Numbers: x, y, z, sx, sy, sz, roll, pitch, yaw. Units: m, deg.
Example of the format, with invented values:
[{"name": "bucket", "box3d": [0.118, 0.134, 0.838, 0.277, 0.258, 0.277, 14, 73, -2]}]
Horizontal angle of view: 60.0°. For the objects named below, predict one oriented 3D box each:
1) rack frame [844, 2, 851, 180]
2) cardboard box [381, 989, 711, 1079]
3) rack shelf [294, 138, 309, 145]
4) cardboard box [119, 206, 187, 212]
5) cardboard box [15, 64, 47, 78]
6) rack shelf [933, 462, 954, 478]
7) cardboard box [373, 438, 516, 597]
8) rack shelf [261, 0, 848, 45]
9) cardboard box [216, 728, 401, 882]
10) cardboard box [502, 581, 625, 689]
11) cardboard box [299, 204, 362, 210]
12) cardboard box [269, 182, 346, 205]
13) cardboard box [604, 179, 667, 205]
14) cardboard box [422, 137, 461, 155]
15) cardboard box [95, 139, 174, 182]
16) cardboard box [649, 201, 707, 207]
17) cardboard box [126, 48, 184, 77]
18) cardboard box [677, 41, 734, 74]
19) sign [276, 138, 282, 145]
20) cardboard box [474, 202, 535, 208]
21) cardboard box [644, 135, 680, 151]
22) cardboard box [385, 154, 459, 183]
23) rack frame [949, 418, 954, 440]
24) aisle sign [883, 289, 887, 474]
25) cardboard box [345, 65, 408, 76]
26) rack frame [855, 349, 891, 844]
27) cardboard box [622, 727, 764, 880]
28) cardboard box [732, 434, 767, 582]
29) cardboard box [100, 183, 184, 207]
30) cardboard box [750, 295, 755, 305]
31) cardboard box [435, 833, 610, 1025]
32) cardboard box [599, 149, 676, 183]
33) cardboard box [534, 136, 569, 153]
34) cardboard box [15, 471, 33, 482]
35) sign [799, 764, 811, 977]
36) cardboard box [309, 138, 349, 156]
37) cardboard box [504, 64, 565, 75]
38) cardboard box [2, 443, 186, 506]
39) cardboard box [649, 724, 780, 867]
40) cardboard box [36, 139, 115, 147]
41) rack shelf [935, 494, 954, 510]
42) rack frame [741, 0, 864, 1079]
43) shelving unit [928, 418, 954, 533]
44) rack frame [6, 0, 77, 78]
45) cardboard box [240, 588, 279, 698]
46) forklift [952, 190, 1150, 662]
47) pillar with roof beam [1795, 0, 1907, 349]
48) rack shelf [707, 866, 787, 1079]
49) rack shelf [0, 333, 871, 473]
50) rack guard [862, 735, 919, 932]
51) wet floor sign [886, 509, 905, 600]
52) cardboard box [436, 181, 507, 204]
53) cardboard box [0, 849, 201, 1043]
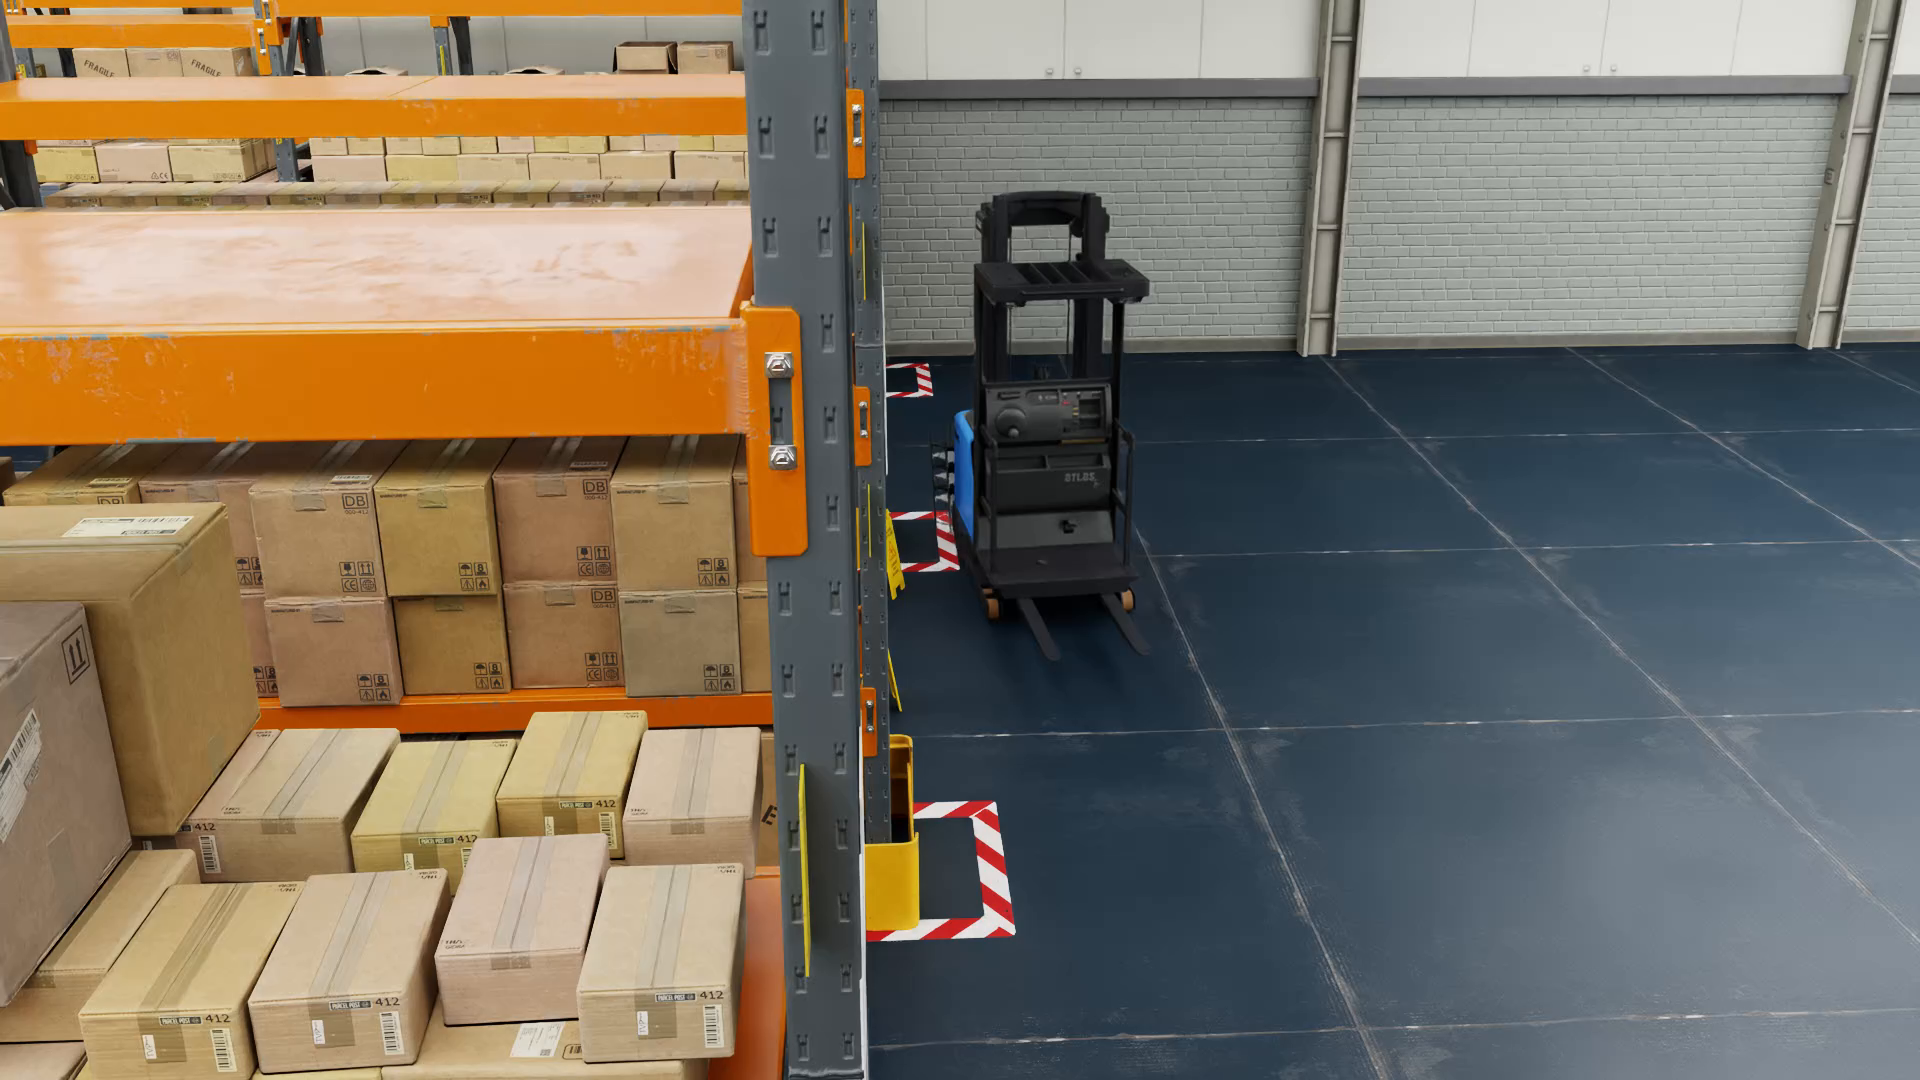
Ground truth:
[{"name": "rack frame", "box3d": [-0.819, -4.190, 11.979, 0.127, 3.000, 1.000, -1, 21, -3]}, {"name": "cardboard box", "box3d": [-0.720, 0.902, 3.030, 0.500, 0.250, 0.500, -1, 21, -2]}, {"name": "rack shelf", "box3d": [-7.096, -4.093, 16.952, 4.000, 0.370, 1.077, -1, 21, -3]}, {"name": "cardboard box", "box3d": [-3.539, -1.346, 7.227, 0.250, 0.149, 0.380, -1, 21, -4]}, {"name": "cardboard box", "box3d": [-9.476, -4.735, 16.858, 0.250, 0.149, 0.380, -2, 21, -5]}, {"name": "rack shelf", "box3d": [-0.083, -0.585, 13.697, 0.200, 0.077, 0.258, -14, 18, -33]}, {"name": "cardboard box", "box3d": [-2.440, -0.147, 8.063, 0.500, 0.550, 0.875, -1, 21, -3]}, {"name": "rack shelf", "box3d": [-2.816, -3.812, 12.001, 4.000, 0.370, 1.077, -1, 21, -3]}, {"name": "cardboard box", "box3d": [-1.327, 0.539, 3.423, 0.250, 0.149, 0.380, 0, 21, -1]}, {"name": "cardboard box", "box3d": [-1.917, 0.309, 8.382, 0.550, 0.550, 0.875, -1, 21, -3]}, {"name": "cardboard box", "box3d": [-2.775, -1.362, 7.268, 0.250, 0.149, 0.380, -1, 21, -3]}, {"name": "cardboard box", "box3d": [-3.070, -1.590, 7.868, 0.250, 0.149, 0.380, -1, 21, -3]}, {"name": "cardboard box", "box3d": [-1.545, -1.621, 7.950, 0.250, 0.149, 0.380, -1, 21, -2]}, {"name": "cardboard box", "box3d": [-3.693, -2.866, 11.950, 0.250, 0.149, 0.380, -1, 21, -3]}, {"name": "cardboard box", "box3d": [-5.893, -2.761, 12.063, 0.500, 0.250, 0.500, -1, 21, -2]}, {"name": "cardboard box", "box3d": [-1.258, -1.393, 7.350, 0.250, 0.149, 0.380, -1, 21, -2]}, {"name": "cardboard box", "box3d": [-7.858, -4.652, 16.538, 0.500, 0.500, 0.700, -2, 21, -4]}, {"name": "cardboard box", "box3d": [-2.562, -4.760, 16.821, 0.500, 0.500, 0.700, -1, 21, -3]}, {"name": "sign", "box3d": [-4.777, -2.936, 11.620, 0.005, 0.325, 0.100, -1, 21, -3]}, {"name": "cardboard box", "box3d": [-2.022, -1.377, 7.308, 0.250, 0.149, 0.380, -1, 21, -4]}, {"name": "cardboard box", "box3d": [-2.154, -2.939, 12.142, 0.250, 0.149, 0.380, -1, 21, -3]}, {"name": "cardboard box", "box3d": [-3.843, -2.701, 12.077, 0.500, 0.250, 0.500, -1, 21, -3]}, {"name": "rack frame", "box3d": [0.003, -0.550, 13.766, 0.006, 0.900, 0.240, -14, 18, -33]}, {"name": "aisle sign", "box3d": [-0.347, -0.740, 7.695, 0.004, 0.787, 0.394, -1, 21, -3]}, {"name": "cardboard box", "box3d": [-5.808, -4.570, 16.588, 0.500, 0.311, 0.500, -2, 21, -5]}, {"name": "rack frame", "box3d": [-0.435, 0.370, 8.433, 0.127, 3.000, 1.000, -1, 21, -3]}, {"name": "cardboard box", "box3d": [-0.541, 0.539, 3.423, 0.250, 0.149, 0.380, -1, 21, -3]}, {"name": "cardboard box", "box3d": [-0.808, -0.211, 8.231, 0.550, 0.550, 0.875, -1, 21, -3]}, {"name": "cardboard box", "box3d": [-3.829, -1.575, 7.827, 0.250, 0.149, 0.380, -1, 21, -3]}, {"name": "cardboard box", "box3d": [-0.908, -1.235, 7.494, 0.500, 0.250, 0.500, -1, 21, -2]}, {"name": "cardboard box", "box3d": [-0.779, 0.696, 3.012, 0.250, 0.149, 0.380, -2, 21, -5]}, {"name": "cardboard box", "box3d": [-2.334, -2.729, 12.150, 0.500, 0.250, 0.500, -1, 21, -2]}, {"name": "cardboard box", "box3d": [-2.932, -2.914, 12.075, 0.250, 0.149, 0.380, -1, 21, -2]}, {"name": "cardboard box", "box3d": [-7.505, -0.218, 13.080, 0.625, 0.372, 0.950, -2, 21, -4]}, {"name": "sign", "box3d": [-0.241, 0.516, 2.590, 0.005, 0.325, 0.100, -1, 21, -3]}, {"name": "cardboard box", "box3d": [-4.479, -2.853, 11.914, 0.250, 0.149, 0.380, -2, 21, -4]}, {"name": "cardboard box", "box3d": [-4.255, -4.602, 16.671, 0.500, 0.311, 0.500, -1, 21, -2]}, {"name": "cardboard box", "box3d": [-4.059, -0.119, 7.989, 0.550, 0.550, 0.875, -1, 21, -3]}, {"name": "cardboard box", "box3d": [-1.109, 1.204, 8.639, 0.875, 0.875, 0.875, -1, 21, -3]}, {"name": "cardboard box", "box3d": [-6.401, -2.981, 11.938, 0.500, 0.250, 0.500, -1, 21, -2]}, {"name": "rack shelf", "box3d": [-0.067, -0.325, 13.768, 0.200, 0.077, 0.258, -14, 18, -33]}, {"name": "rack frame", "box3d": [-0.253, -0.670, 2.733, 0.127, 3.000, 1.000, -1, 21, -3]}, {"name": "shelving unit", "box3d": [-0.080, -0.530, 13.712, 0.210, 0.900, 0.258, -14, 18, -33]}, {"name": "rack frame", "box3d": [-9.093, -5.791, 16.183, 0.127, 3.000, 1.000, -1, 21, -3]}, {"name": "cardboard box", "box3d": [-3.513, 0.350, 8.275, 0.550, 0.550, 0.875, -1, 21, -3]}, {"name": "forklift", "box3d": [0.682, -0.920, 11.917, 1.130, 2.935, 3.031, -3, 21, -9]}, {"name": "pillar with roof beam", "box3d": [10.374, -4.974, 14.037, 0.400, 9.000, 9.100, -1, 21, -3]}, {"name": "rack shelf", "box3d": [-2.250, 1.109, 3.288, 4.000, 0.370, 1.077, -1, 21, -3]}, {"name": "rack shelf", "box3d": [-2.432, -0.655, 7.921, 4.000, 0.370, 1.077, -1, 21, -3]}, {"name": "rack guard", "box3d": [-0.411, 1.538, 8.879, 0.348, 0.500, 1.175, -1, 21, -3]}, {"name": "wet floor sign", "box3d": [-0.568, 0.090, 12.477, 0.232, 0.644, 0.267, 6, 22, 16]}, {"name": "cardboard box", "box3d": [-2.311, -1.606, 7.908, 0.250, 0.149, 0.380, -1, 21, -2]}, {"name": "cardboard box", "box3d": [-1.549, 0.715, 2.962, 0.250, 0.149, 0.380, -1, 21, -2]}]
